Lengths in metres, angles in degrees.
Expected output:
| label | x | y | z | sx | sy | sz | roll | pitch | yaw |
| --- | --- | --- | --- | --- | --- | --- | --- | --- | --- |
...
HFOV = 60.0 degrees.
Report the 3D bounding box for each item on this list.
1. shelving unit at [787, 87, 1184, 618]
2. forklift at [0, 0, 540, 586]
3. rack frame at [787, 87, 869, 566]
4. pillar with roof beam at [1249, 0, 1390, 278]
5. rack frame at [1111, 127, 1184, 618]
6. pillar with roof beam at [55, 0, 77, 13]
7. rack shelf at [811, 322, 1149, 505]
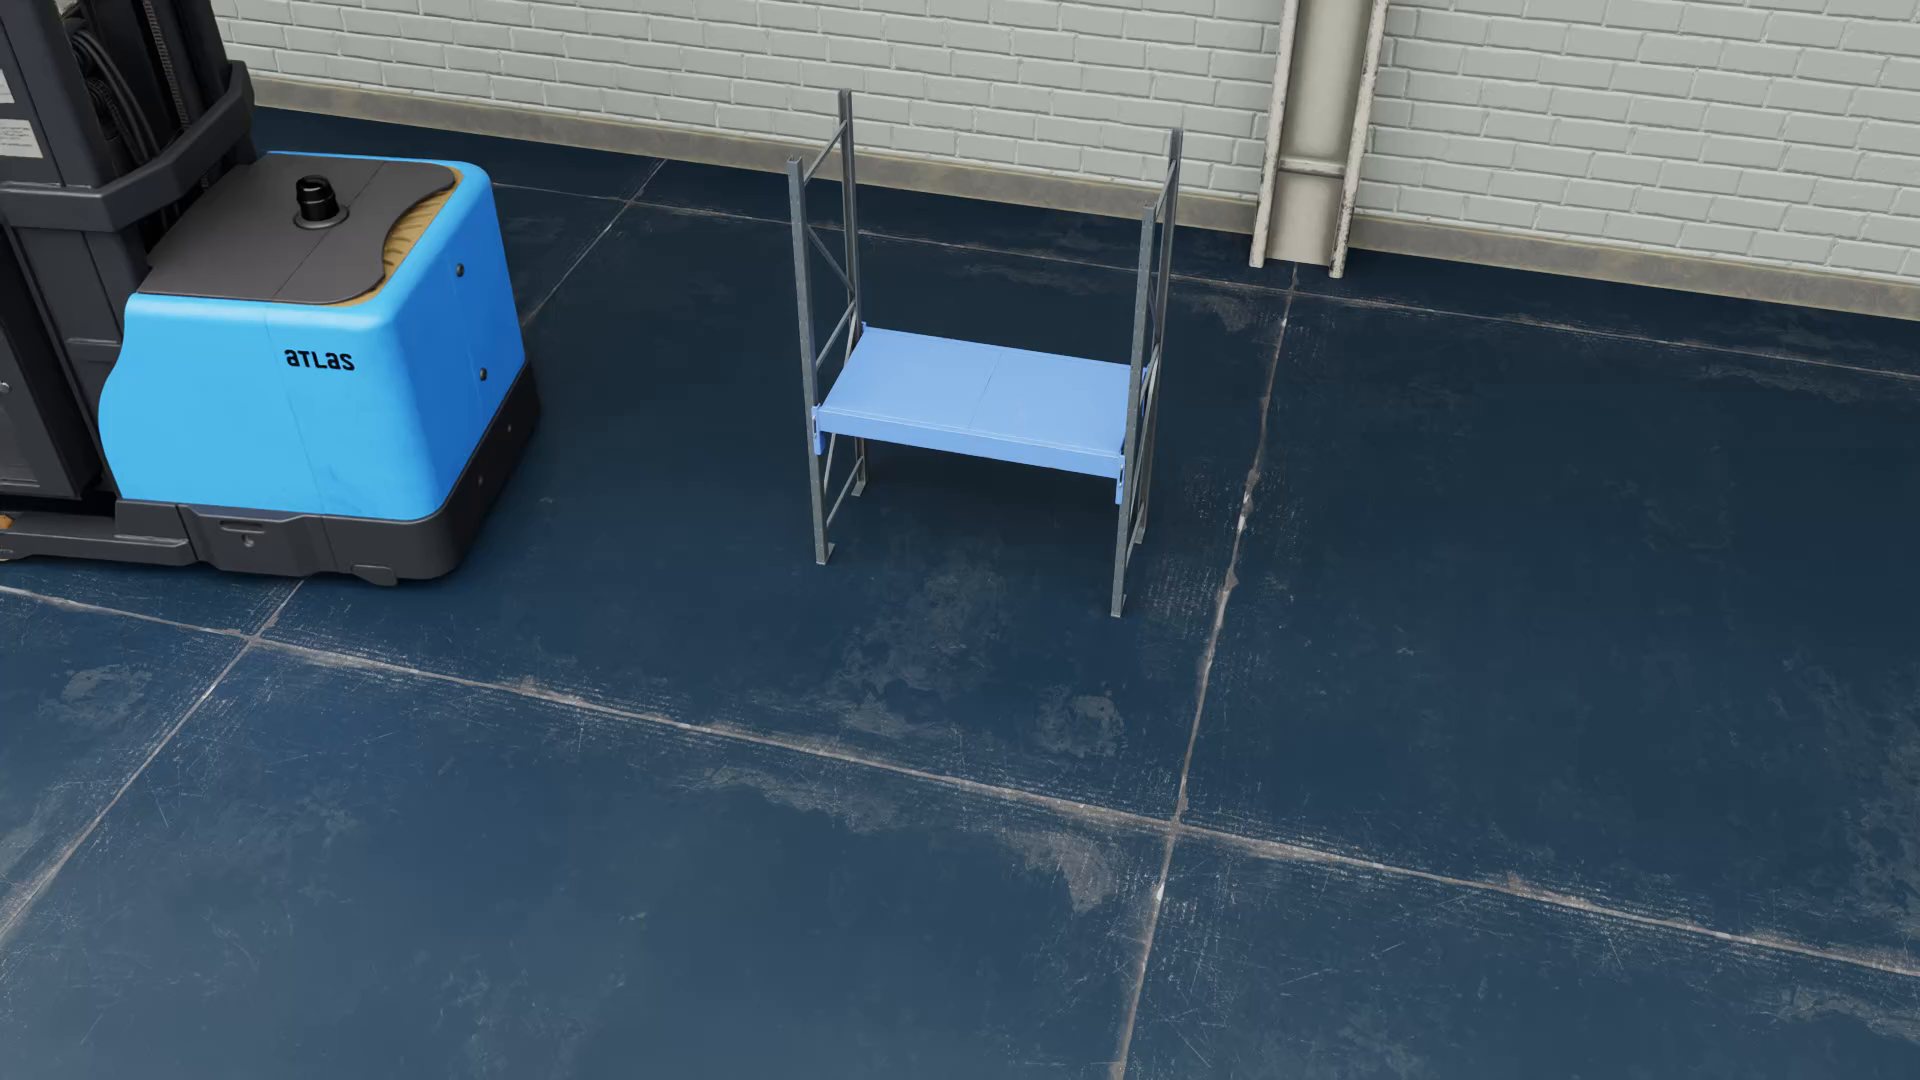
| label | x | y | z | sx | sy | sz | roll | pitch | yaw |
| --- | --- | --- | --- | --- | --- | --- | --- | --- | --- |
| shelving unit | 0.082 | -0.560 | 5.251 | 1.048 | 1.500 | 0.538 | 10 | 41 | 11 |
| forklift | -3.121 | -1.382 | 5.117 | 3.031 | 2.935 | 1.130 | 5 | 40 | 5 |
| rack frame | -0.409 | -0.645 | 5.351 | 0.032 | 1.500 | 0.500 | 10 | 41 | 11 |
| pillar with roof beam | 0.362 | -2.013 | 1.150 | 0.400 | 9.000 | 9.100 | 10 | 41 | 11 |
| rack frame | 0.573 | -0.476 | 5.150 | 0.032 | 1.500 | 0.500 | 10 | 41 | 11 |
| pillar with roof beam | -5.434 | -3.010 | 2.337 | 0.400 | 9.000 | 9.100 | 10 | 41 | 11 |
| rack shelf | 0.082 | -0.422 | 5.366 | 1.000 | 0.185 | 0.538 | 10 | 41 | 11 |
